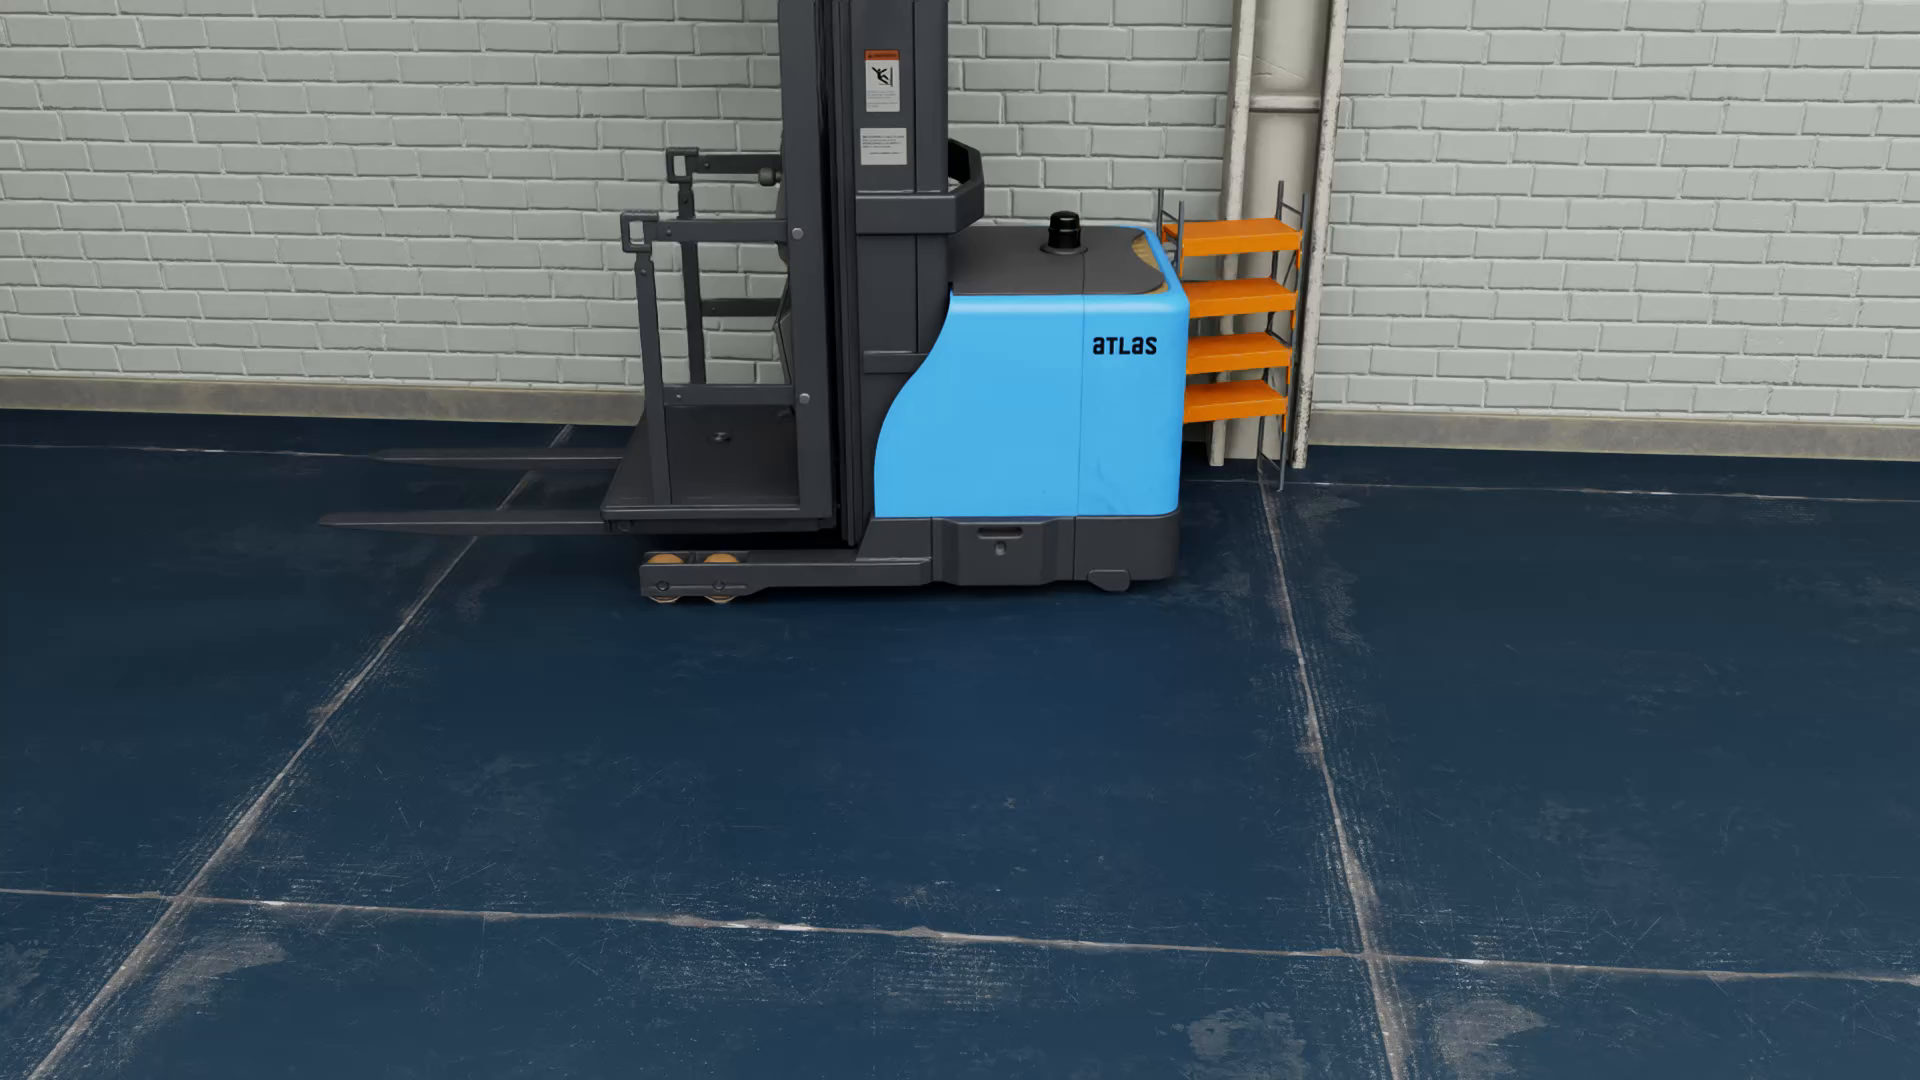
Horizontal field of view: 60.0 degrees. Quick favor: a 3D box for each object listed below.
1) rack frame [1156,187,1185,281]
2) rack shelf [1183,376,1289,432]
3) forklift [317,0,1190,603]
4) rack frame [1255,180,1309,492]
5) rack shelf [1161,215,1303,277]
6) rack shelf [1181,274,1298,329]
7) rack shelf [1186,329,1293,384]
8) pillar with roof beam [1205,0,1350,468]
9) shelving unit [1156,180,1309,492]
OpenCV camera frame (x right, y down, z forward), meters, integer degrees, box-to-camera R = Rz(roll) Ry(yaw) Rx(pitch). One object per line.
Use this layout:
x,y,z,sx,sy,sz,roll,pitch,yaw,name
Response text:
0.784,-0.737,6.415,0.015,1.200,0.240,-6,25,-13,rack frame
1.021,-0.520,6.580,0.480,0.148,0.258,-6,25,-13,rack shelf
-0.752,-1.336,5.648,3.031,2.935,1.130,0,25,-1,forklift
1.258,-0.786,6.523,0.015,1.200,0.240,-6,25,-13,rack frame
1.021,-1.118,6.305,0.480,0.148,0.258,-6,25,-13,rack shelf
1.021,-0.903,6.404,0.480,0.148,0.258,-6,25,-13,rack shelf
1.021,-0.700,6.497,0.480,0.148,0.258,-6,25,-13,rack shelf
0.918,-2.662,1.269,0.400,9.000,9.100,2,25,4,pillar with roof beam
1.021,-0.761,6.469,0.503,1.200,0.258,-6,25,-13,shelving unit
